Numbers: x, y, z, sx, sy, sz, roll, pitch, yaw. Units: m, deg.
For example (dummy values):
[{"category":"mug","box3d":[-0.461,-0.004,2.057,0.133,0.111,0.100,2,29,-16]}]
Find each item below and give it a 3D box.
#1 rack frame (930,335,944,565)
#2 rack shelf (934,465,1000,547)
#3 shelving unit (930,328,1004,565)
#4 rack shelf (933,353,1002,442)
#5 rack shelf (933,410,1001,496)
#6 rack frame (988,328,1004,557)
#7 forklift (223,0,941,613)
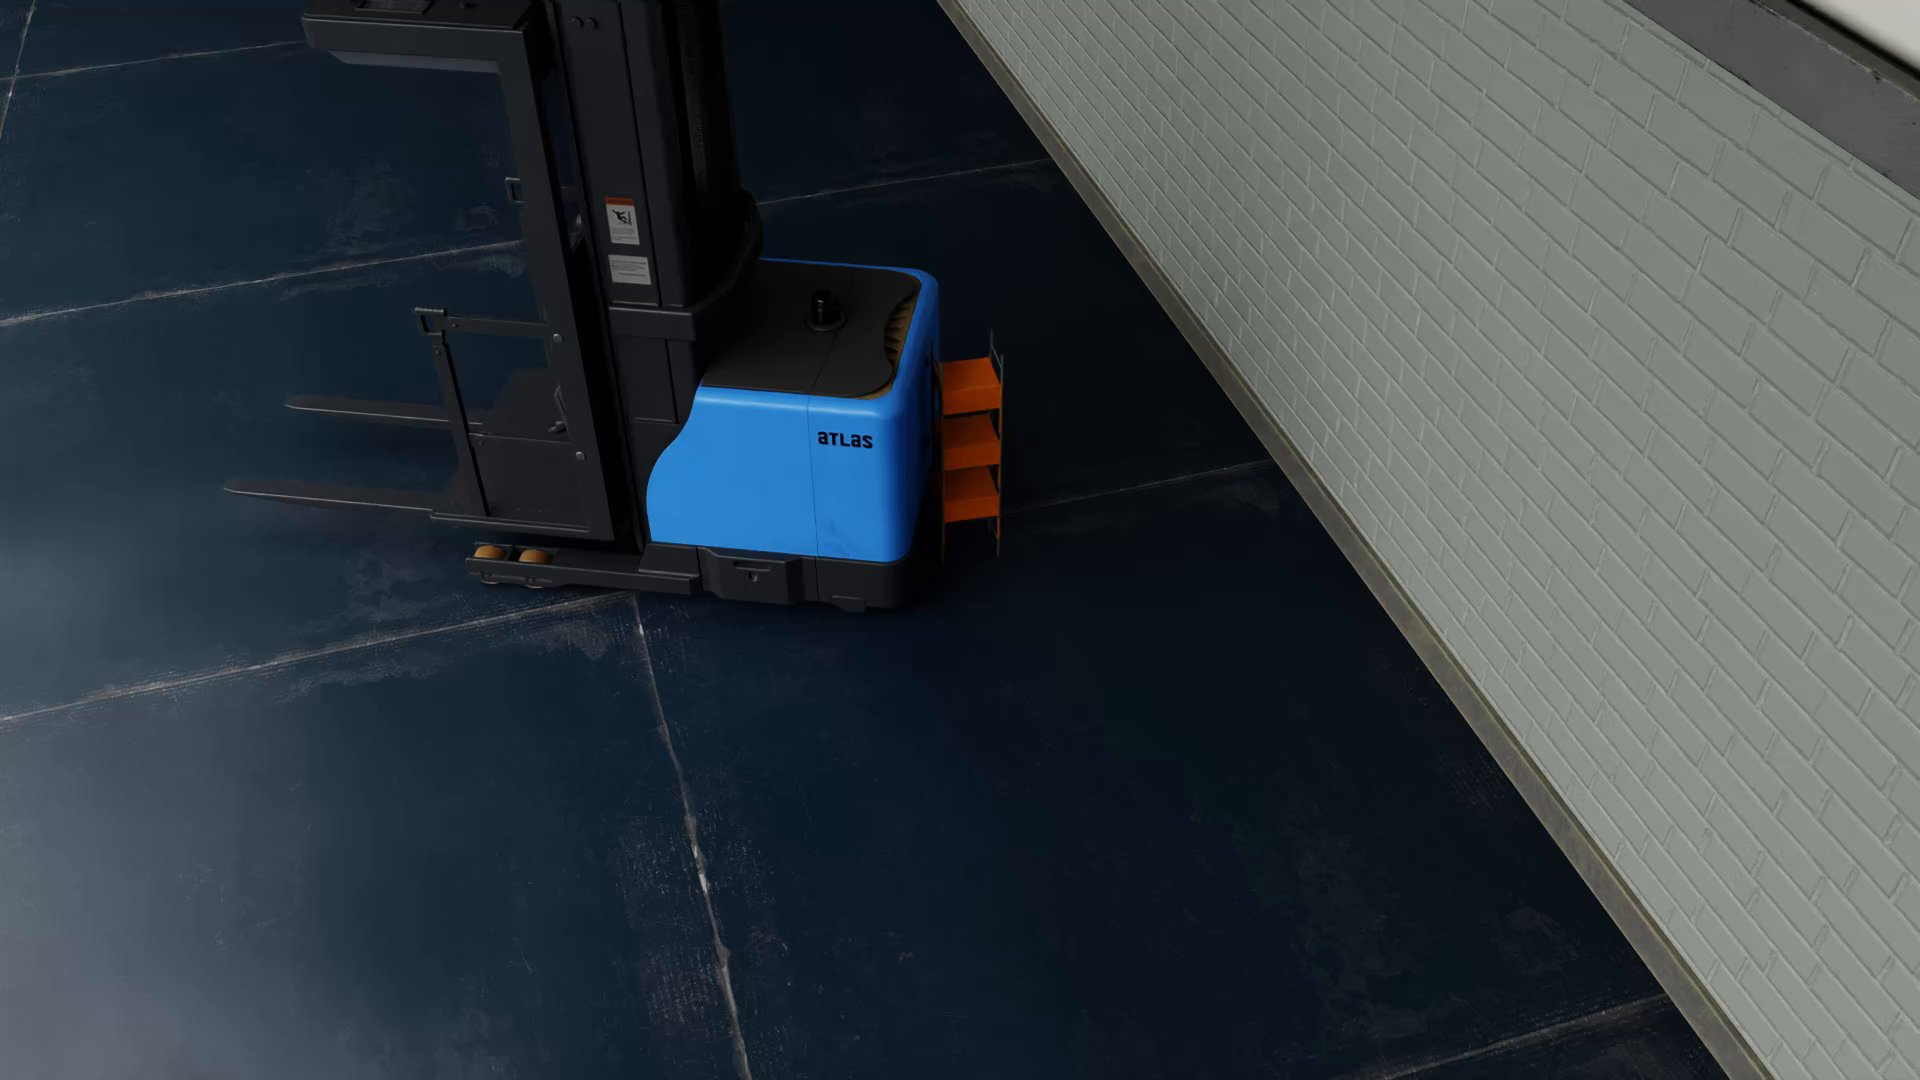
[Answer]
[{"category":"rack frame","box3d":[-0.092,-0.351,6.854,0.008,1.050,0.200,-8,42,-9]},{"category":"rack shelf","box3d":[0.027,-0.151,7.064,0.240,0.259,0.215,-8,42,-9]},{"category":"shelving unit","box3d":[0.027,-0.368,6.874,0.252,1.050,0.215,-8,42,-9]},{"category":"rack shelf","box3d":[0.027,-0.574,6.694,0.240,0.259,0.215,-8,42,-9]},{"category":"rack shelf","box3d":[0.027,-0.360,6.881,0.240,0.259,0.215,-8,42,-9]},{"category":"rack frame","box3d":[0.146,-0.385,6.893,0.008,1.050,0.200,-8,42,-9]},{"category":"forklift","box3d":[-1.634,-1.238,6.440,3.031,2.935,1.130,5,41,6]}]
